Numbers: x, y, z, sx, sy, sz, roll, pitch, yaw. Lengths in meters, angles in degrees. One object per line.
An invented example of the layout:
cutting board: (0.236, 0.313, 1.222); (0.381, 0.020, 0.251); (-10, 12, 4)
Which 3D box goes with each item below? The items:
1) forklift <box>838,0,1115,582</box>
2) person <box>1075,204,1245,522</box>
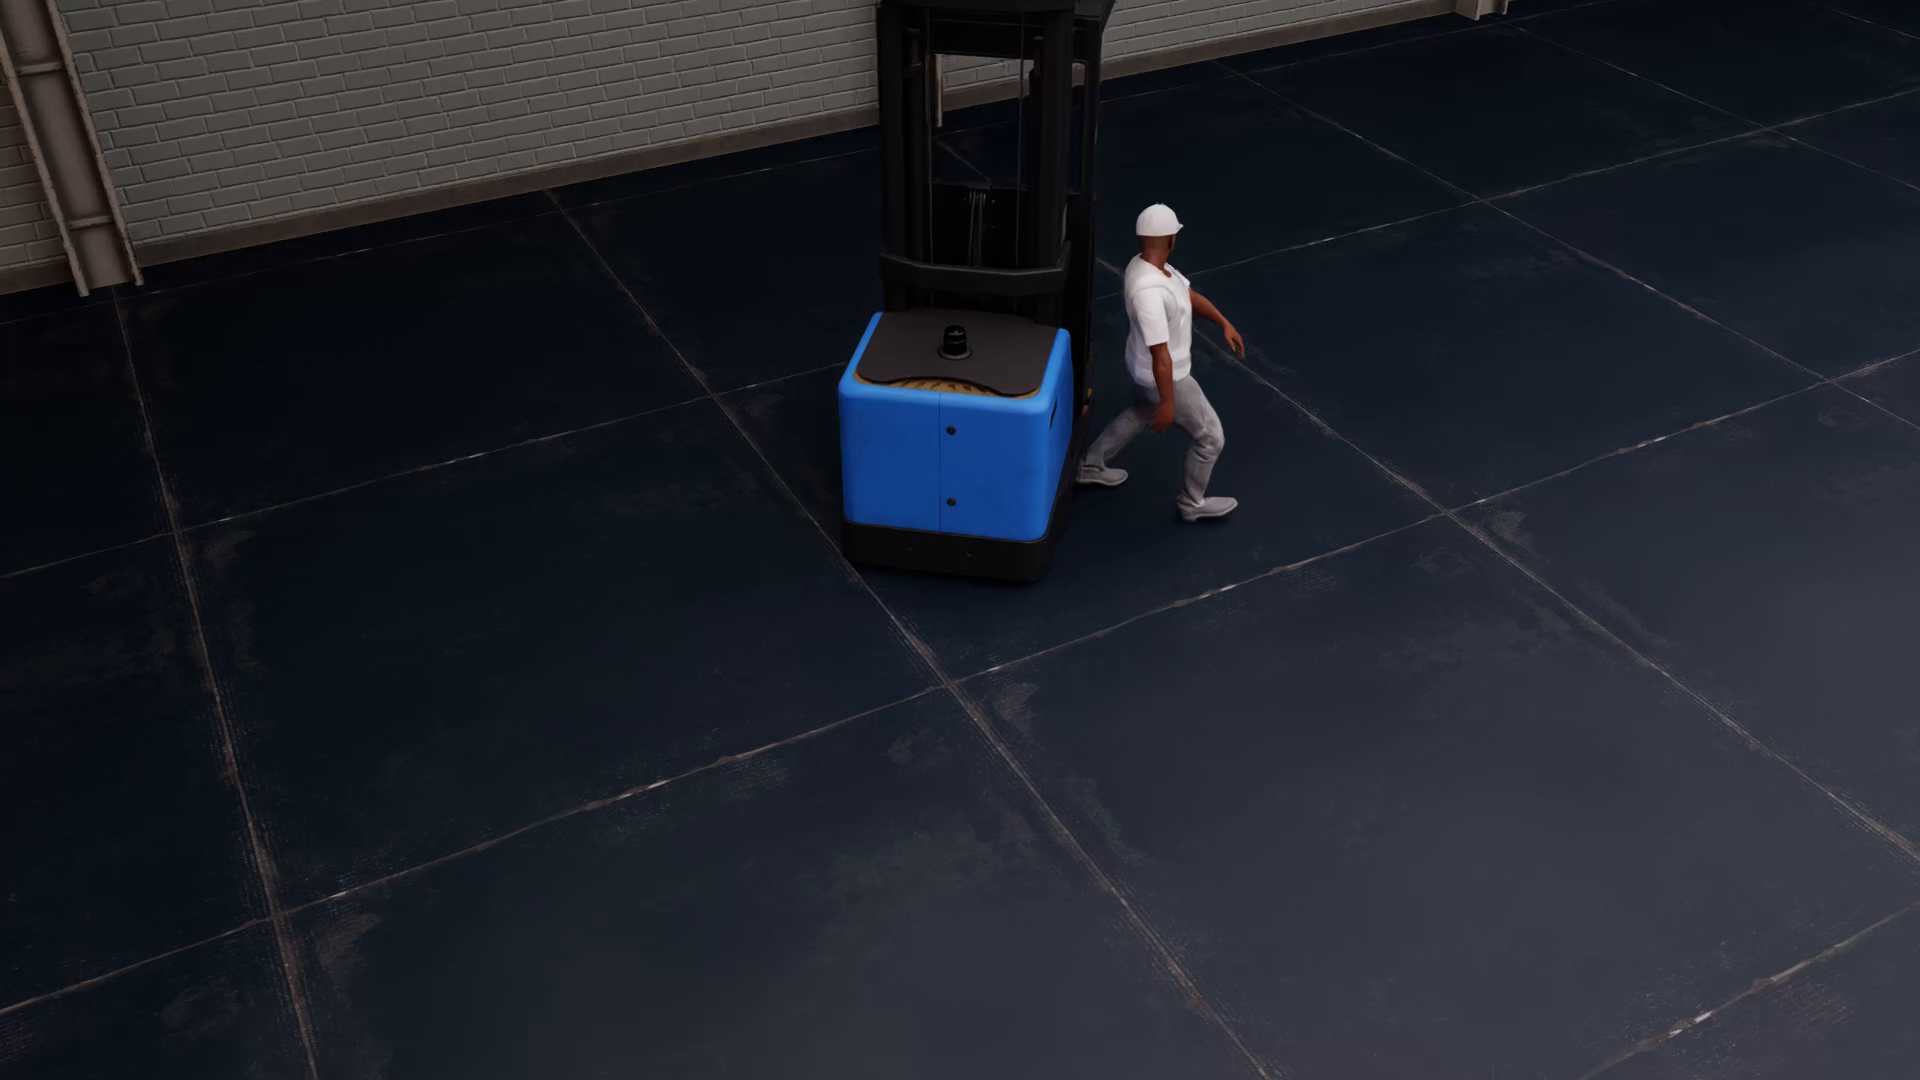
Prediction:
forklift: (0.185, -1.834, 8.718); (1.130, 2.935, 3.031); (6, 36, 9)
person: (1.047, -0.863, 8.452); (0.815, 1.682, 0.743); (-4, 35, -6)
